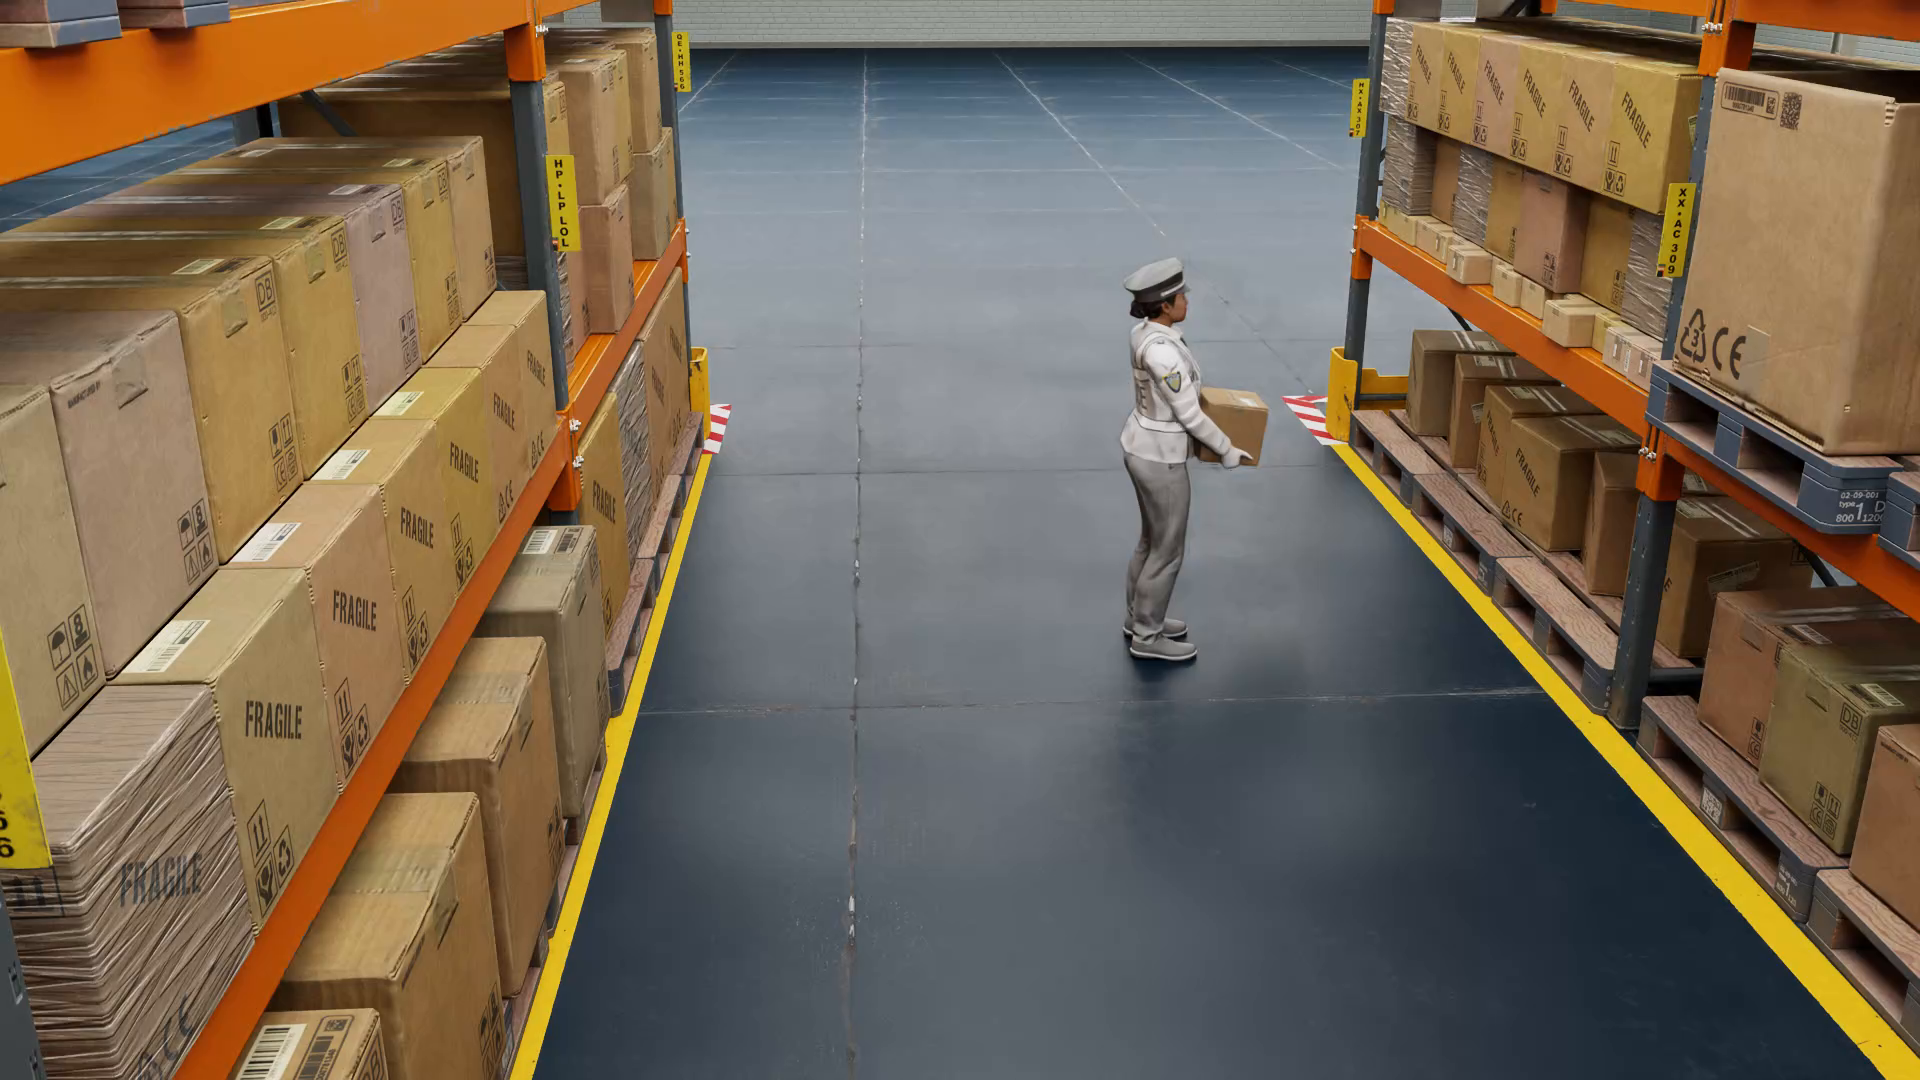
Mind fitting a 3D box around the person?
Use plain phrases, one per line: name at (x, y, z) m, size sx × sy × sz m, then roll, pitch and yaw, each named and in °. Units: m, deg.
person at (0.925, -0.333, 6.937) m, size 0.530 × 1.691 × 0.447 m, roll -1°, pitch 21°, yaw -3°
